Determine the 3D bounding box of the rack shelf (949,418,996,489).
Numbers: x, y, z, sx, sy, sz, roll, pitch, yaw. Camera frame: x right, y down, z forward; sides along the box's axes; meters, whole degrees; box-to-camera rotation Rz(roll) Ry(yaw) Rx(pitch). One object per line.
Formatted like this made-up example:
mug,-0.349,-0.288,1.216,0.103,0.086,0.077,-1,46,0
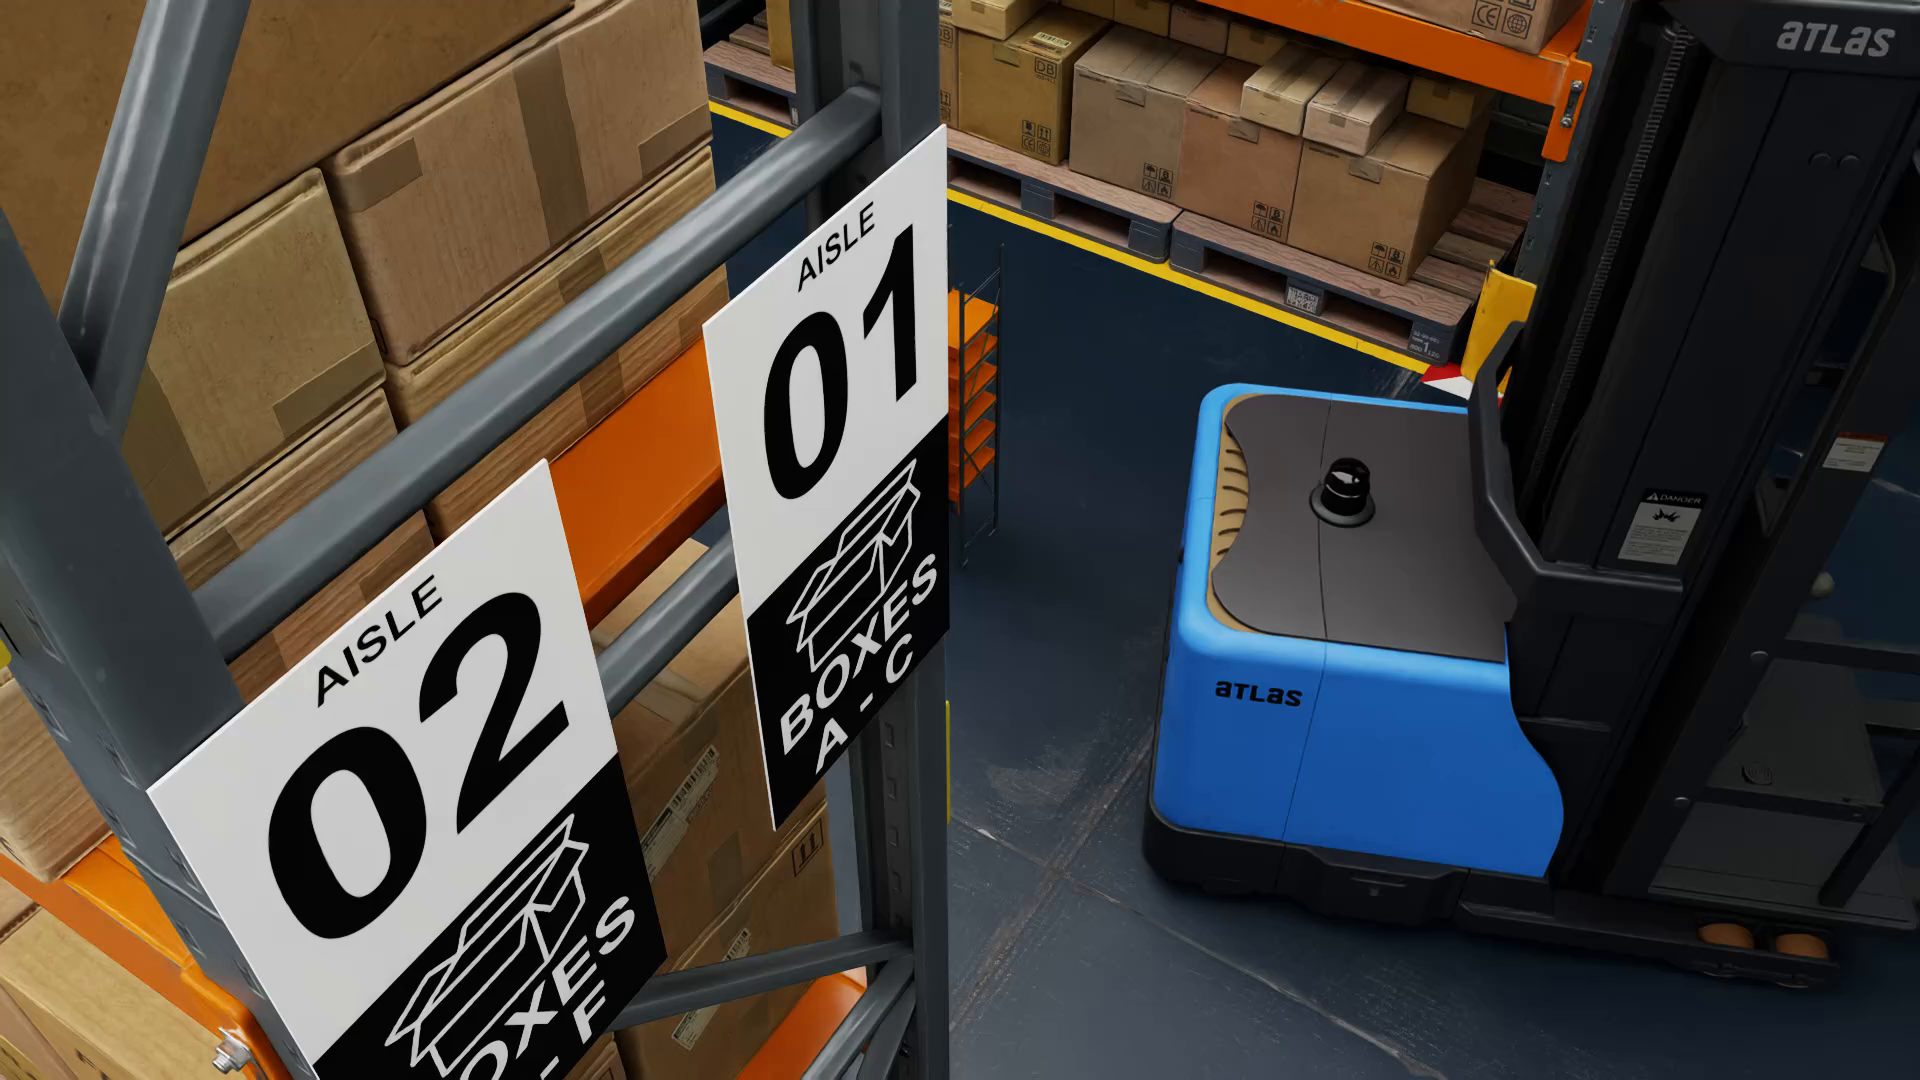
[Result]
rack shelf,-0.012,-0.309,5.443,0.180,0.103,0.258,25,51,22

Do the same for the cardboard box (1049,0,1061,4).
cardboard box,0.404,-2.442,7.029,0.250,0.149,0.380,25,51,22

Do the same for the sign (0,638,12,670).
sign,-0.654,-0.005,0.954,0.005,0.325,0.100,25,51,22

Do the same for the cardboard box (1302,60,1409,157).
cardboard box,1.484,-1.622,6.232,0.250,0.149,0.380,24,51,22

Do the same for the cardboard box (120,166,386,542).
cardboard box,-0.908,-0.191,1.508,0.500,0.250,0.500,25,51,22

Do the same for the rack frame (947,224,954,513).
rack frame,-0.089,-0.459,5.360,0.006,1.200,0.240,25,51,22

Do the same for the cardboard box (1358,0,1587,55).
cardboard box,1.899,-2.266,5.651,0.700,0.700,0.980,27,52,24

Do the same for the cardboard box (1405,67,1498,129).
cardboard box,1.903,-1.755,6.361,0.250,0.149,0.380,25,51,22

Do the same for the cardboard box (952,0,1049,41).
cardboard box,0.170,-2.224,6.818,0.250,0.149,0.380,23,50,21

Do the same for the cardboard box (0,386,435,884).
cardboard box,-0.913,-0.011,1.682,0.500,0.250,0.500,25,51,22

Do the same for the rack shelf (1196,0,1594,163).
rack shelf,0.650,-2.494,6.584,4.000,0.370,1.077,25,51,22

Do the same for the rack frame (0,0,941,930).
rack frame,-0.338,-1.069,0.514,0.127,3.000,1.000,25,51,22

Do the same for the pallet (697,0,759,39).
pallet,-1.724,-2.800,8.324,1.213,0.211,1.003,25,51,22

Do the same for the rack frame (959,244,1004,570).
rack frame,0.065,-0.388,5.291,0.006,1.200,0.240,25,51,22

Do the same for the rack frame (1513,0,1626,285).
rack frame,2.333,-1.970,5.573,0.127,3.000,1.000,25,51,22

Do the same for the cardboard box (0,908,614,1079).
cardboard box,-0.861,0.632,2.277,0.500,0.500,0.500,24,51,22

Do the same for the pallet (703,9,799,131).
pallet,-0.436,-2.206,7.746,1.213,0.211,1.003,25,51,22

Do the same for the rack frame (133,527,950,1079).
rack frame,-0.338,1.022,2.666,0.127,3.000,1.000,25,51,22

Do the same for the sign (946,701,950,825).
sign,-0.045,0.392,2.674,0.005,0.325,0.100,25,51,22

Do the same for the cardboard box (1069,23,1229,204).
cardboard box,0.845,-1.844,6.901,0.500,0.500,0.700,23,50,21

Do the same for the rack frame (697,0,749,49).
rack frame,-1.034,-3.519,7.078,0.127,3.000,1.000,25,51,22

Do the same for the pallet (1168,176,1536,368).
pallet,1.618,-1.261,6.828,1.213,0.211,1.003,25,51,22

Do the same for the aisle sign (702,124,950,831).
aisle sign,-0.122,-0.035,1.880,0.004,0.787,0.394,25,51,22

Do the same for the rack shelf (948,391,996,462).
rack shelf,-0.012,-0.393,5.357,0.180,0.103,0.258,25,51,22

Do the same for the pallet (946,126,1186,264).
pallet,0.595,-1.734,7.288,1.213,0.211,1.003,25,51,22

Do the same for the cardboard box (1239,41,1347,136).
cardboard box,1.268,-1.720,6.328,0.250,0.149,0.380,26,51,23

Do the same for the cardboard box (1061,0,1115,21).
cardboard box,0.622,-2.343,6.933,0.250,0.149,0.380,24,50,21

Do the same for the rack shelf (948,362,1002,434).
rack shelf,-0.012,-0.476,5.271,0.180,0.103,0.258,25,51,22

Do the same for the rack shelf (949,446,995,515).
rack shelf,-0.012,-0.226,5.529,0.180,0.103,0.258,25,51,22

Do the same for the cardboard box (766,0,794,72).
cardboard box,-0.460,-2.443,7.482,0.500,0.500,0.700,25,51,23

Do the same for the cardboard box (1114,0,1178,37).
cardboard box,0.835,-2.244,6.837,0.250,0.149,0.380,25,51,22

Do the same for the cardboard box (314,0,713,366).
cardboard box,-0.630,-0.502,1.810,0.500,0.250,0.500,25,51,22

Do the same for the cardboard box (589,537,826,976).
cardboard box,-0.569,0.307,2.593,0.500,0.500,0.500,26,51,23

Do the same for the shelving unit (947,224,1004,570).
shelving unit,-0.012,-0.424,5.325,0.189,1.200,0.258,25,51,22

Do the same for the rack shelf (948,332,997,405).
rack shelf,-0.012,-0.560,5.185,0.180,0.103,0.258,25,51,22

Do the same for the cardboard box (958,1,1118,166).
cardboard box,0.392,-2.046,7.097,0.500,0.500,0.700,26,51,23

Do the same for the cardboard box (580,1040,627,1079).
cardboard box,-0.862,0.978,2.639,0.500,0.500,0.500,26,51,23

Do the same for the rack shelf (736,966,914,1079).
rack shelf,-2.021,0.498,3.676,4.000,0.370,1.077,25,51,22

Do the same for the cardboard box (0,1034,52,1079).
cardboard box,-1.300,0.779,2.832,0.500,0.500,0.500,25,51,22

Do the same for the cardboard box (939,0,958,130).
cardboard box,-0.039,-2.246,7.291,0.500,0.500,0.700,24,51,22

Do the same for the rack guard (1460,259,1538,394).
rack guard,2.353,-1.090,6.460,0.348,0.500,1.175,25,51,22

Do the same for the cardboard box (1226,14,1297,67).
cardboard box,1.266,-2.047,6.646,0.250,0.149,0.380,25,51,22

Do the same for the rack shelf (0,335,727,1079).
rack shelf,-2.021,-0.547,2.600,4.000,0.370,1.077,25,51,22

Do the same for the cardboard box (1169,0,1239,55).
cardboard box,1.051,-2.145,6.741,0.250,0.149,0.380,25,51,23

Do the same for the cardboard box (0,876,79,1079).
cardboard box,-1.287,0.437,2.467,0.500,0.500,0.500,26,51,23

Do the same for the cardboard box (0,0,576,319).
cardboard box,-0.779,-0.596,1.379,0.500,0.500,0.700,25,51,22

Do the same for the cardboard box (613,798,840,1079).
cardboard box,-0.569,0.656,2.952,0.500,0.500,0.500,26,51,23

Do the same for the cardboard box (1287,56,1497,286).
cardboard box,1.690,-1.456,6.524,0.500,0.500,0.700,25,51,22

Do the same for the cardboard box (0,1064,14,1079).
cardboard box,-1.718,0.582,3.023,0.500,0.500,0.500,25,51,22

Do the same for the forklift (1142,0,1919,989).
forklift,2.088,-0.209,3.909,3.031,2.935,1.130,7,46,7

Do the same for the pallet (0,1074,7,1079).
pallet,-2.096,1.183,4.453,1.213,0.211,1.003,25,51,22

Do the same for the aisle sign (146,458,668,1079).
aisle sign,-0.446,0.327,1.528,0.004,0.787,0.394,25,51,22

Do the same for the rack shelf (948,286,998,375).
rack shelf,-0.012,-0.644,5.099,0.180,0.103,0.258,25,51,22

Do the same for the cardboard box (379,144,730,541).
cardboard box,-0.633,-0.324,1.986,0.500,0.250,0.500,25,51,22

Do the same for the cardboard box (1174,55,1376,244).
cardboard box,1.269,-1.650,6.712,0.500,0.500,0.700,25,51,22

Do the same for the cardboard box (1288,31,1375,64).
cardboard box,1.476,-1.950,6.551,0.250,0.149,0.380,25,51,22
